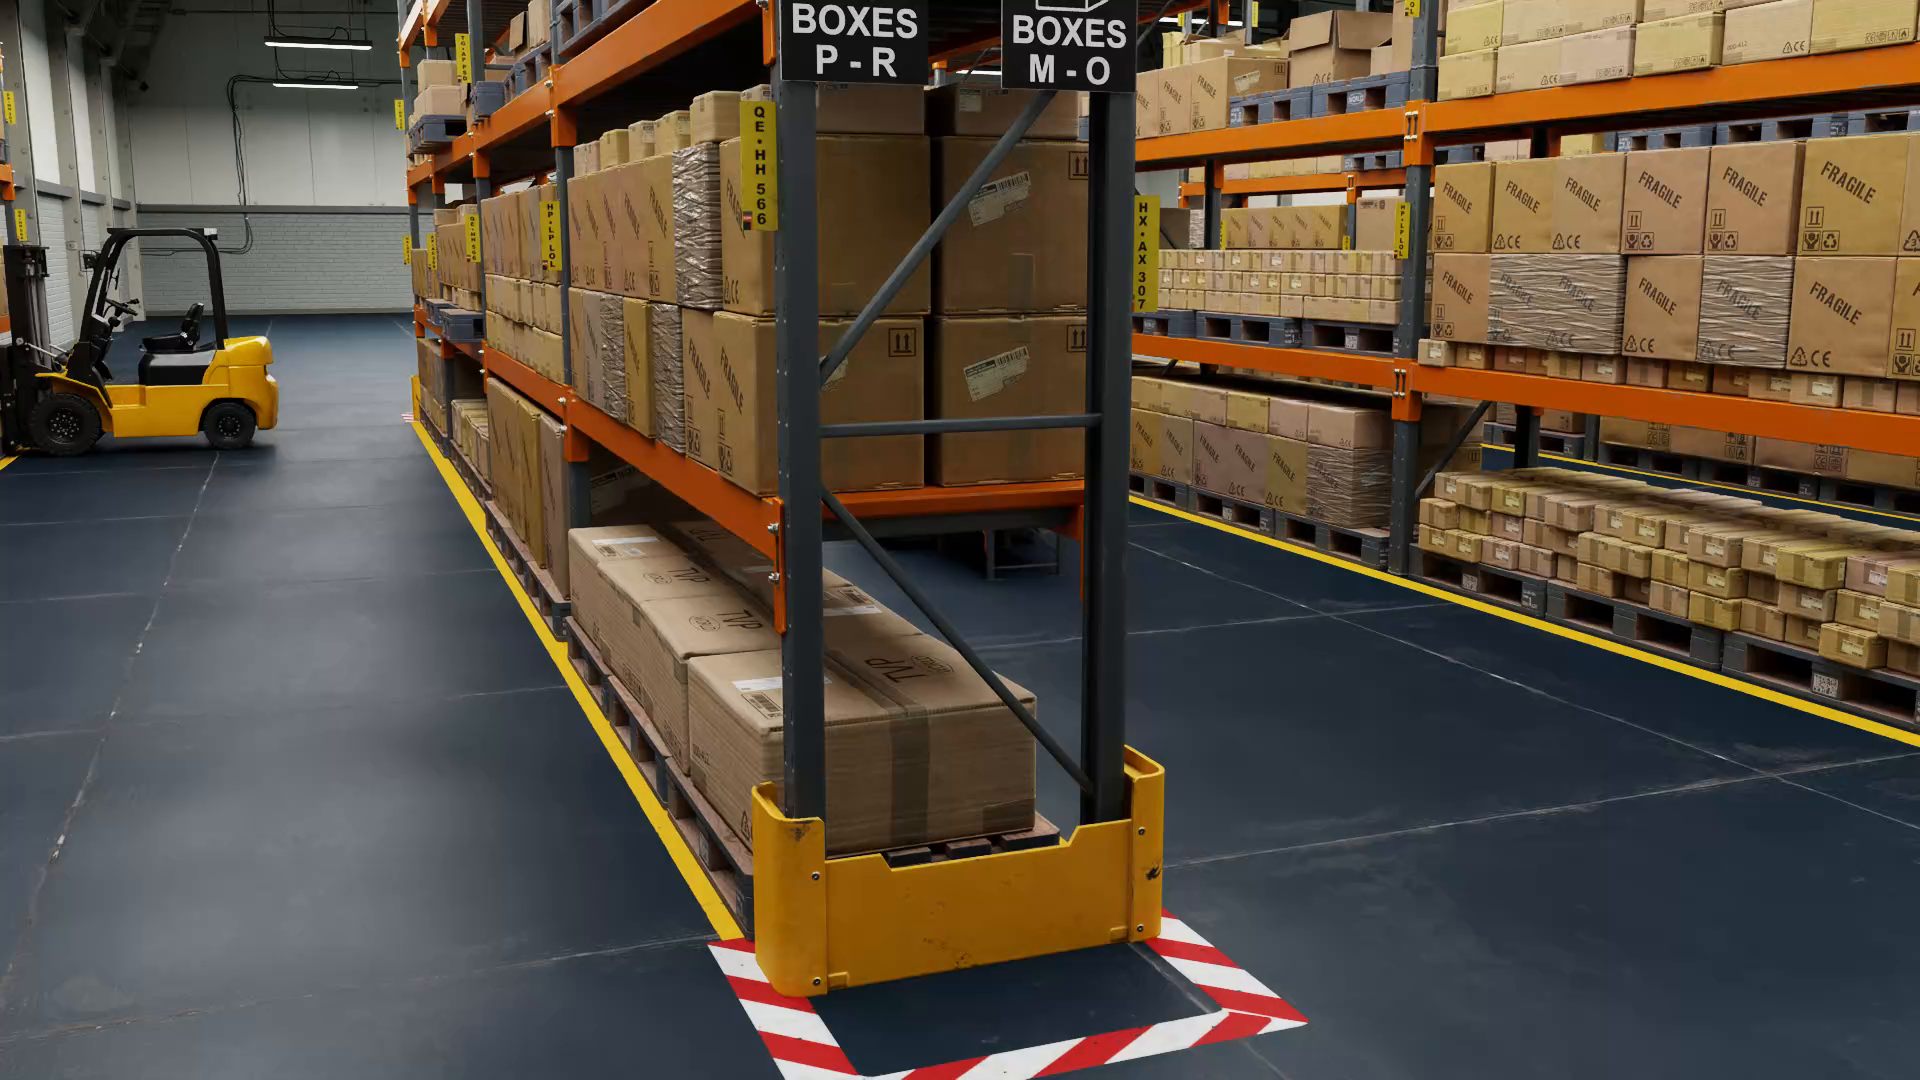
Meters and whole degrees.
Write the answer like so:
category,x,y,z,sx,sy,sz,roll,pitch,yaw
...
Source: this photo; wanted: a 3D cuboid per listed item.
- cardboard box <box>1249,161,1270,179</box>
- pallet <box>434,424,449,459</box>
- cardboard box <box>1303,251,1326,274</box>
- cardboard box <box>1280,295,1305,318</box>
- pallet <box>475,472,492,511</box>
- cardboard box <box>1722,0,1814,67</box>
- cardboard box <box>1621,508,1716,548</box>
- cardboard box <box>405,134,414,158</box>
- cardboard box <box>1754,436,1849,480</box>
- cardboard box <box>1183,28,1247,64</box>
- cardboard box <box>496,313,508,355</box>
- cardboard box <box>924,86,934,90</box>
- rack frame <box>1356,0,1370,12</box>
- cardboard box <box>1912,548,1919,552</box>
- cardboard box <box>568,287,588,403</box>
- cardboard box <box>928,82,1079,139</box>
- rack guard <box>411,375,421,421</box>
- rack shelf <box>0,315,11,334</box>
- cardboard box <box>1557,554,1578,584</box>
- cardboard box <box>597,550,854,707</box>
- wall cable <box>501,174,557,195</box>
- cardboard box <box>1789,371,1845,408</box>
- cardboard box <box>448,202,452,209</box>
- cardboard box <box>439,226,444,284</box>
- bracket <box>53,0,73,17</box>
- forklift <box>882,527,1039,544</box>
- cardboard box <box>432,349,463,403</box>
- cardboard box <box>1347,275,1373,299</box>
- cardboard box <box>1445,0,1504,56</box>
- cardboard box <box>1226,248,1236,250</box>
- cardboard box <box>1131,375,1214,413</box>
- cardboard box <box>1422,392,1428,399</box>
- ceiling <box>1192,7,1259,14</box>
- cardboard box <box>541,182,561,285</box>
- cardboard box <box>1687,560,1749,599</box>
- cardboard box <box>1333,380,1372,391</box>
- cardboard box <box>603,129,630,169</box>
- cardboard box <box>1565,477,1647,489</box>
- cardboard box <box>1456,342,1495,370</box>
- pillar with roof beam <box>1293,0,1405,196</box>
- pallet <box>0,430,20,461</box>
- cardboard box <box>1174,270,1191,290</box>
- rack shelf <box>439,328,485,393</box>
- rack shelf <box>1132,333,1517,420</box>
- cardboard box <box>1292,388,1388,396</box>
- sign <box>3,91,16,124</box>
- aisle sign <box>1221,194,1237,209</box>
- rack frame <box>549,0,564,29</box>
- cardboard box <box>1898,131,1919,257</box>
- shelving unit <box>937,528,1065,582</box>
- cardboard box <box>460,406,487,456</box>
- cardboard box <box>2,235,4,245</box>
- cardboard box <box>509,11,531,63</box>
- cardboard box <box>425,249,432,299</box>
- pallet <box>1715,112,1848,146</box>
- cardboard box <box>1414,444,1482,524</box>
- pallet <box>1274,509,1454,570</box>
category,x,y,z,sx,sy,sz,roll,pitch,yaw
cardboard box,3.931,-4.607,20.618,0.500,0.250,0.500,-4,11,-19
pallet,-4.628,-1.001,16.447,1.003,0.211,1.213,-4,11,-21
cardboard box,2.512,-1.850,11.073,0.380,0.149,0.250,-4,11,-21
cardboard box,2.416,-1.596,11.346,0.380,0.149,0.250,-4,11,-23
pallet,-3.184,-0.369,12.890,1.003,0.211,1.213,-4,11,-21
cardboard box,3.803,-2.264,7.445,0.500,0.250,0.500,-3,11,-18
cardboard box,3.598,-0.062,8.444,0.380,0.149,0.250,-4,11,-21
cardboard box,-5.867,-4.370,18.437,0.500,0.250,0.500,-4,11,-22
cardboard box,7.209,-1.000,13.342,1.225,0.875,0.875,-4,11,-23
cardboard box,1.880,-3.641,12.286,0.396,0.266,0.258,-4,11,-21
cardboard box,-2.757,-1.362,10.938,0.500,0.250,0.500,-4,11,-23
cardboard box,-0.204,-4.639,17.323,0.380,0.149,0.250,-4,11,-21
rack frame,4.885,-5.849,18.609,1.000,3.000,0.127,-4,11,-21
cardboard box,4.489,0.121,7.419,0.380,0.149,0.250,-4,11,-20
cardboard box,-1.527,-0.917,7.725,0.500,0.500,0.500,-4,11,-19
cardboard box,0.126,-1.244,4.859,0.380,0.149,0.250,-4,11,-20
rack guard,-5.774,-1.677,19.418,1.175,0.500,0.348,-4,11,-21
rack shelf,-9.701,-1.923,15.723,1.077,0.370,4.000,-4,11,-21
cardboard box,3.460,0.146,8.977,0.380,0.149,0.250,-4,11,-23
cardboard box,-1.000,0.349,7.010,0.875,0.438,0.875,-4,11,-23
wall cable,-12.866,-13.123,49.788,2.305,6.003,0.169,-4,11,-21
cardboard box,3.918,-0.673,7.358,0.380,0.149,0.250,-4,11,-19
cardboard box,-5.236,-3.455,18.289,0.700,0.500,0.500,-4,11,-20
cardboard box,-4.267,-2.493,14.535,0.500,0.500,0.500,-4,11,-21
bracket,-16.122,-9.631,29.593,0.076,0.066,4.783,-4,11,-21
forklift,-0.392,-1.634,12.234,1.130,2.935,3.031,-3,11,-17
cardboard box,-5.002,-1.651,16.650,0.500,0.500,0.500,-4,11,-20
cardboard box,2.699,-1.617,10.612,0.380,0.149,0.250,-4,11,-21
cardboard box,3.075,-2.847,9.296,0.500,0.250,0.500,-4,11,-19
cardboard box,3.902,-3.579,21.839,0.875,0.500,0.500,-4,11,-21
cardboard box,1.699,-1.162,13.184,0.500,0.250,0.500,-4,11,-23
cardboard box,5.242,-1.701,18.299,0.700,0.500,0.500,-4,11,-21
ceiling,8.547,-15.657,48.050,6.000,0.001,6.000,-4,11,-21
cardboard box,-1.849,-1.559,8.482,0.500,0.500,0.500,-4,11,-19
cardboard box,3.727,0.175,7.962,0.380,0.149,0.250,-4,11,-20
cardboard box,4.777,-1.940,19.698,0.500,0.500,0.500,-4,11,-23
cardboard box,-1.238,-1.584,6.769,0.380,0.149,0.250,-4,11,-23
cardboard box,3.722,-0.267,9.597,0.380,0.149,0.250,-4,11,-21
cardboard box,3.085,-1.063,9.551,0.380,0.149,0.250,-4,11,-19
pillar with roof beam,7.810,-10.051,42.229,9.100,9.000,0.548,-4,11,-21
pallet,-9.672,-0.910,15.935,1.003,0.211,1.213,-4,11,-21
cardboard box,1.863,-1.995,12.739,0.380,0.149,0.250,-4,11,-23
rack shelf,-3.627,-1.586,13.826,1.077,0.370,4.000,-4,11,-21
rack shelf,2.399,-1.264,12.015,1.077,0.370,4.000,-4,11,-21
cardboard box,2.727,-0.945,11.963,0.500,0.250,0.500,-3,11,-19
sign,-9.915,-4.510,17.342,0.100,0.325,0.005,-4,11,-21
aisle sign,3.692,-4.858,22.741,0.394,0.787,0.004,-4,11,-21
rack frame,-1.453,-3.915,7.732,1.000,3.000,0.127,-4,11,-21
cardboard box,4.176,-1.386,6.655,0.500,0.500,0.500,-4,11,-22
shelving unit,0.245,-0.402,10.470,0.538,1.125,1.048,-3,11,-17
cardboard box,-3.896,-0.977,14.653,0.950,0.372,0.625,-3,11,-17
cardboard box,-10.100,-3.074,17.150,0.380,0.149,0.250,-4,11,-21
cardboard box,-2.625,-3.296,11.327,0.797,0.503,0.637,-5,11,-24
cardboard box,-5.130,-2.687,16.827,0.500,0.500,0.500,-4,11,-19
pallet,7.025,-3.343,13.621,1.003,0.211,1.213,-3,11,-18
cardboard box,3.104,-0.405,11.071,0.500,0.500,0.500,-3,11,-19
pallet,2.841,-0.046,11.075,1.003,0.211,1.213,-4,11,-21
